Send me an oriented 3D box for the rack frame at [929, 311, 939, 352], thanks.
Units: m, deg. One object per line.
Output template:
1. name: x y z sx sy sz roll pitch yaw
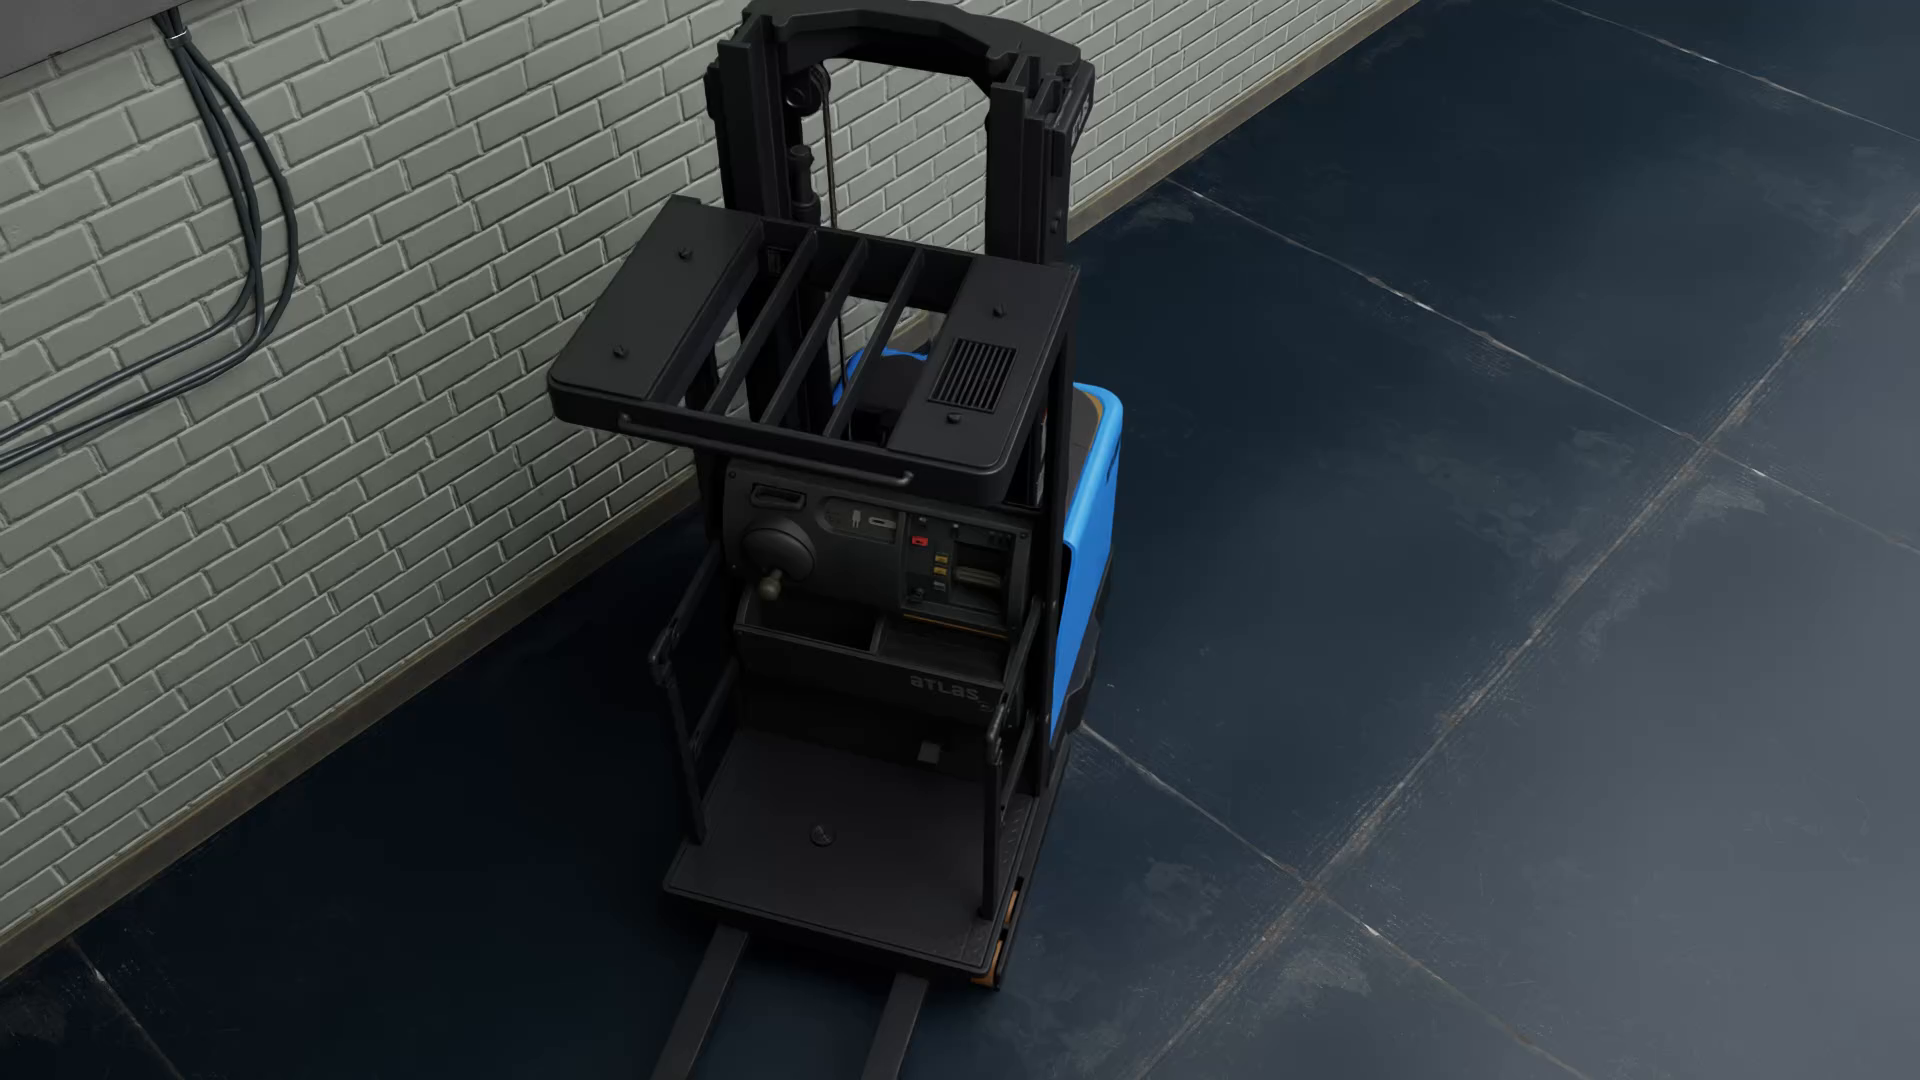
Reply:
1. rack frame: -0.034 -0.523 6.526 0.006 1.200 0.240 32 54 26

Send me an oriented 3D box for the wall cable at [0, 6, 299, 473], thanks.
1. wall cable: -2.974 -0.696 3.469 0.112 2.526 3.097 34 55 28

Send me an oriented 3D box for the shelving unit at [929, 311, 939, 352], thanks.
1. shelving unit: 0.035 -0.480 6.486 0.189 1.200 0.258 32 54 26

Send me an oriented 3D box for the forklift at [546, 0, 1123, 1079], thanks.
1. forklift: -0.308 0.135 4.721 1.130 2.935 3.031 12 48 11
